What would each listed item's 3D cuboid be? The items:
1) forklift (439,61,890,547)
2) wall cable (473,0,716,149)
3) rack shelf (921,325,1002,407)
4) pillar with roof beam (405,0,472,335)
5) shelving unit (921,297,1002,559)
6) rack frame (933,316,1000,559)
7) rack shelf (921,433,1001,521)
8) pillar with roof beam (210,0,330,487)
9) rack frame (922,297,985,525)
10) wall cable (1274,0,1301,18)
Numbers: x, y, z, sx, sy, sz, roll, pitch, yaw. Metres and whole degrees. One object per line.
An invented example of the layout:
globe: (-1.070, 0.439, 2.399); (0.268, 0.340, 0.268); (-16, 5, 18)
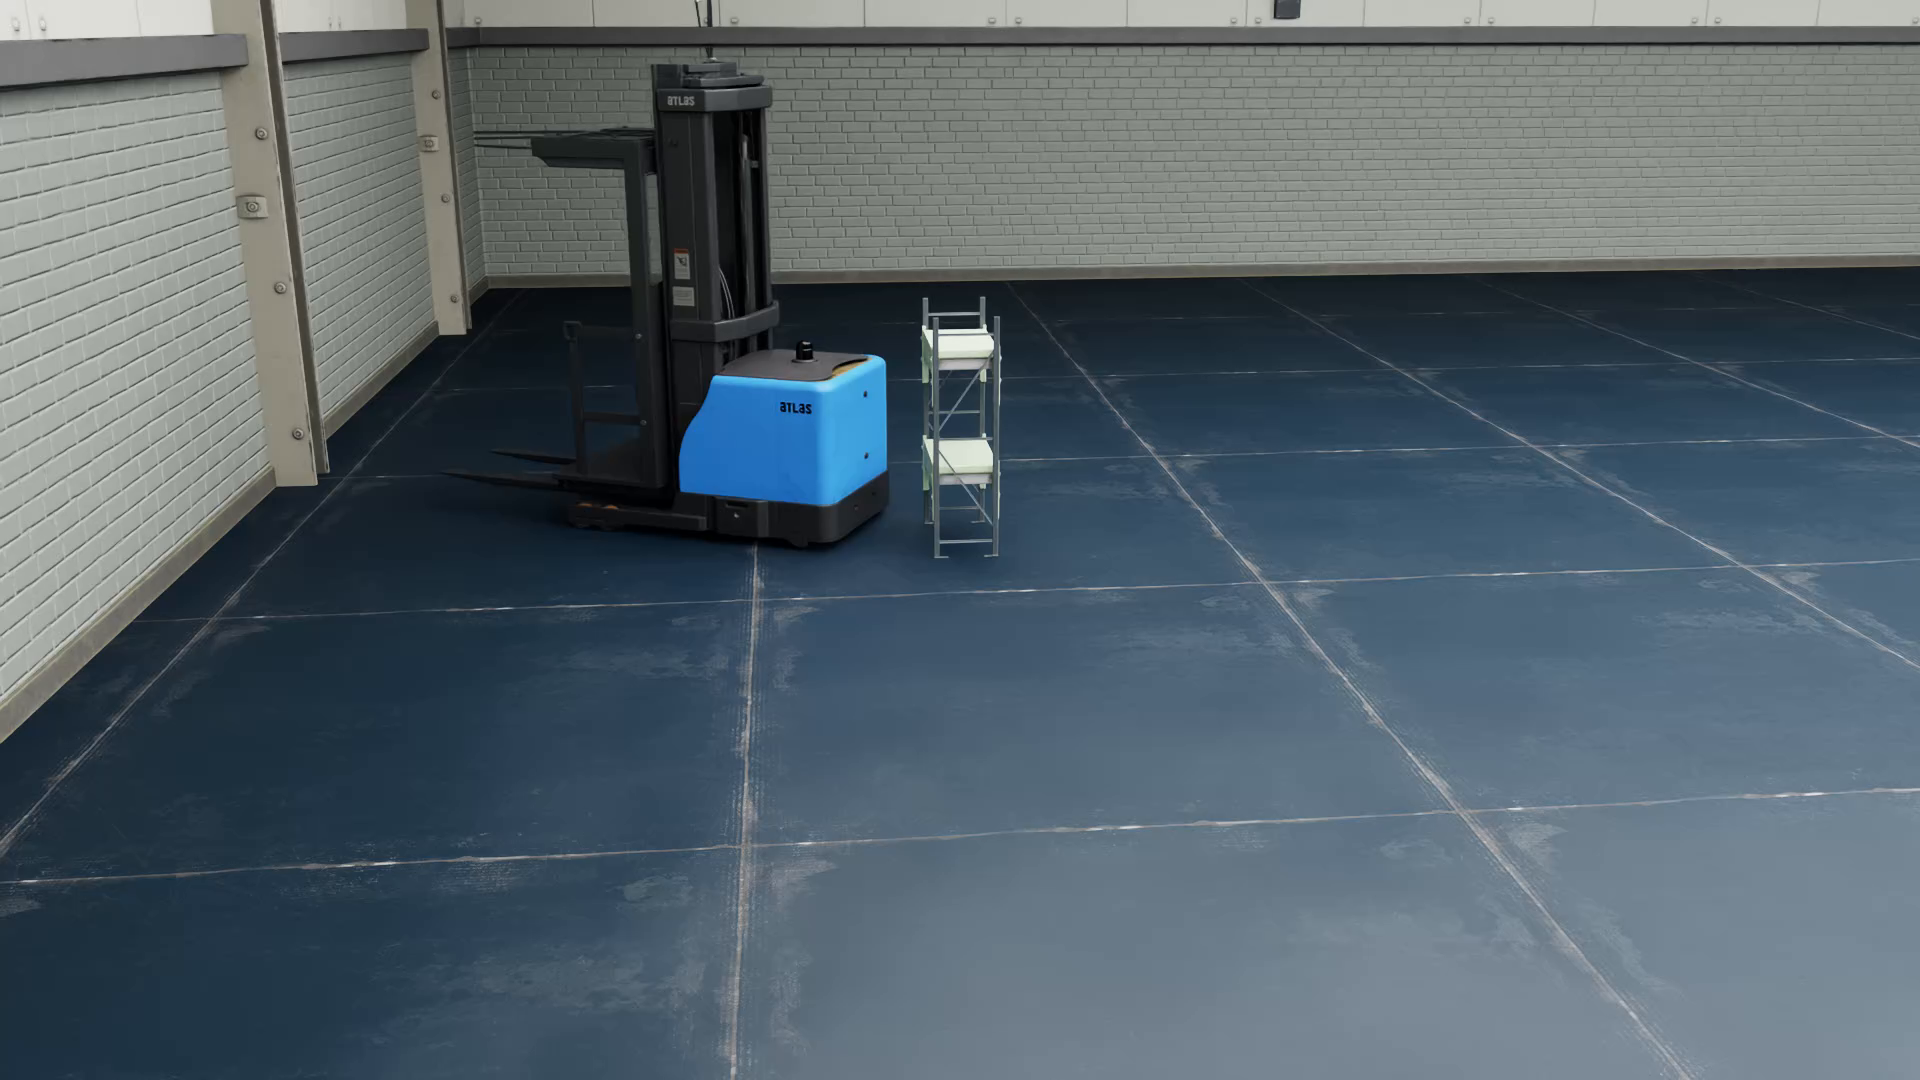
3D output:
forklift: (-2.048, -1.600, 10.880); (3.031, 2.935, 1.130); (6, 18, 18)
wall cable: (-4.401, -5.963, 19.833); (3.097, 2.526, 0.112); (-2, 18, -6)
rack shelf: (-0.001, -1.090, 10.342); (0.431, 0.370, 0.720); (-2, 18, -6)
pillar with roof beam: (-1.130, -6.659, 16.865); (9.100, 9.000, 0.400); (-2, 18, -6)
shelving unit: (-0.001, -0.718, 10.459); (0.431, 1.500, 0.755); (-2, 18, -6)
rack frame: (0.037, -0.609, 10.111); (0.400, 1.500, 0.023); (-2, 18, -6)
rack shelf: (-0.001, -0.407, 10.556); (0.431, 0.370, 0.720); (-2, 18, -6)
pillar with roof beam: (-0.511, -4.872, 11.171); (9.100, 9.000, 0.400); (-2, 18, -6)
rack frame: (-0.038, -0.827, 10.806); (0.400, 1.500, 0.023); (-2, 18, -6)
wall cable: (5.044, -9.356, 19.777); (2.305, 6.003, 0.169); (-2, 18, -6)
